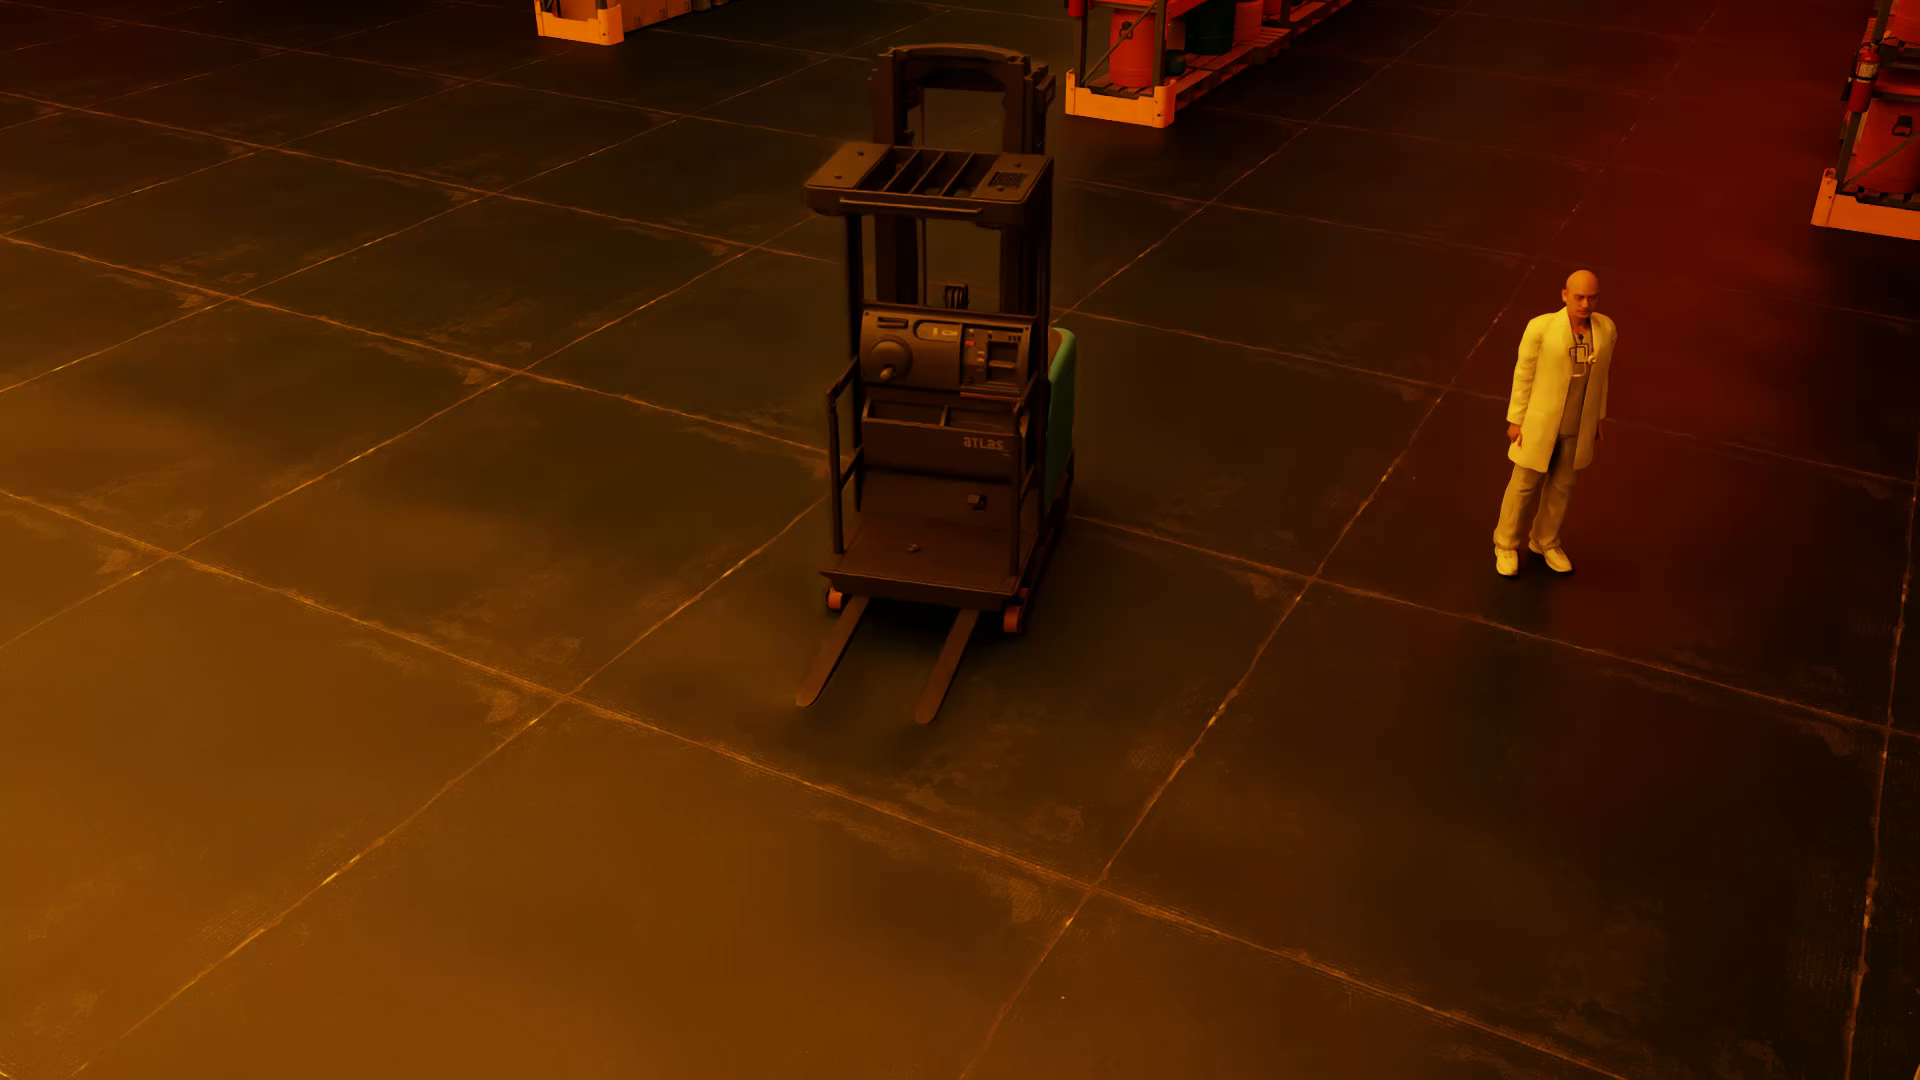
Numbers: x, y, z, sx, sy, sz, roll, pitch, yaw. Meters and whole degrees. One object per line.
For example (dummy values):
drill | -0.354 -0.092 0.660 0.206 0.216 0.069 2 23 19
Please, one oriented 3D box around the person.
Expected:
person | 3.364 -0.646 9.338 0.566 1.783 0.384 -3 30 -5

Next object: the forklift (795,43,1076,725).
forklift | -0.127 -0.963 8.739 1.130 2.935 3.031 7 31 12
